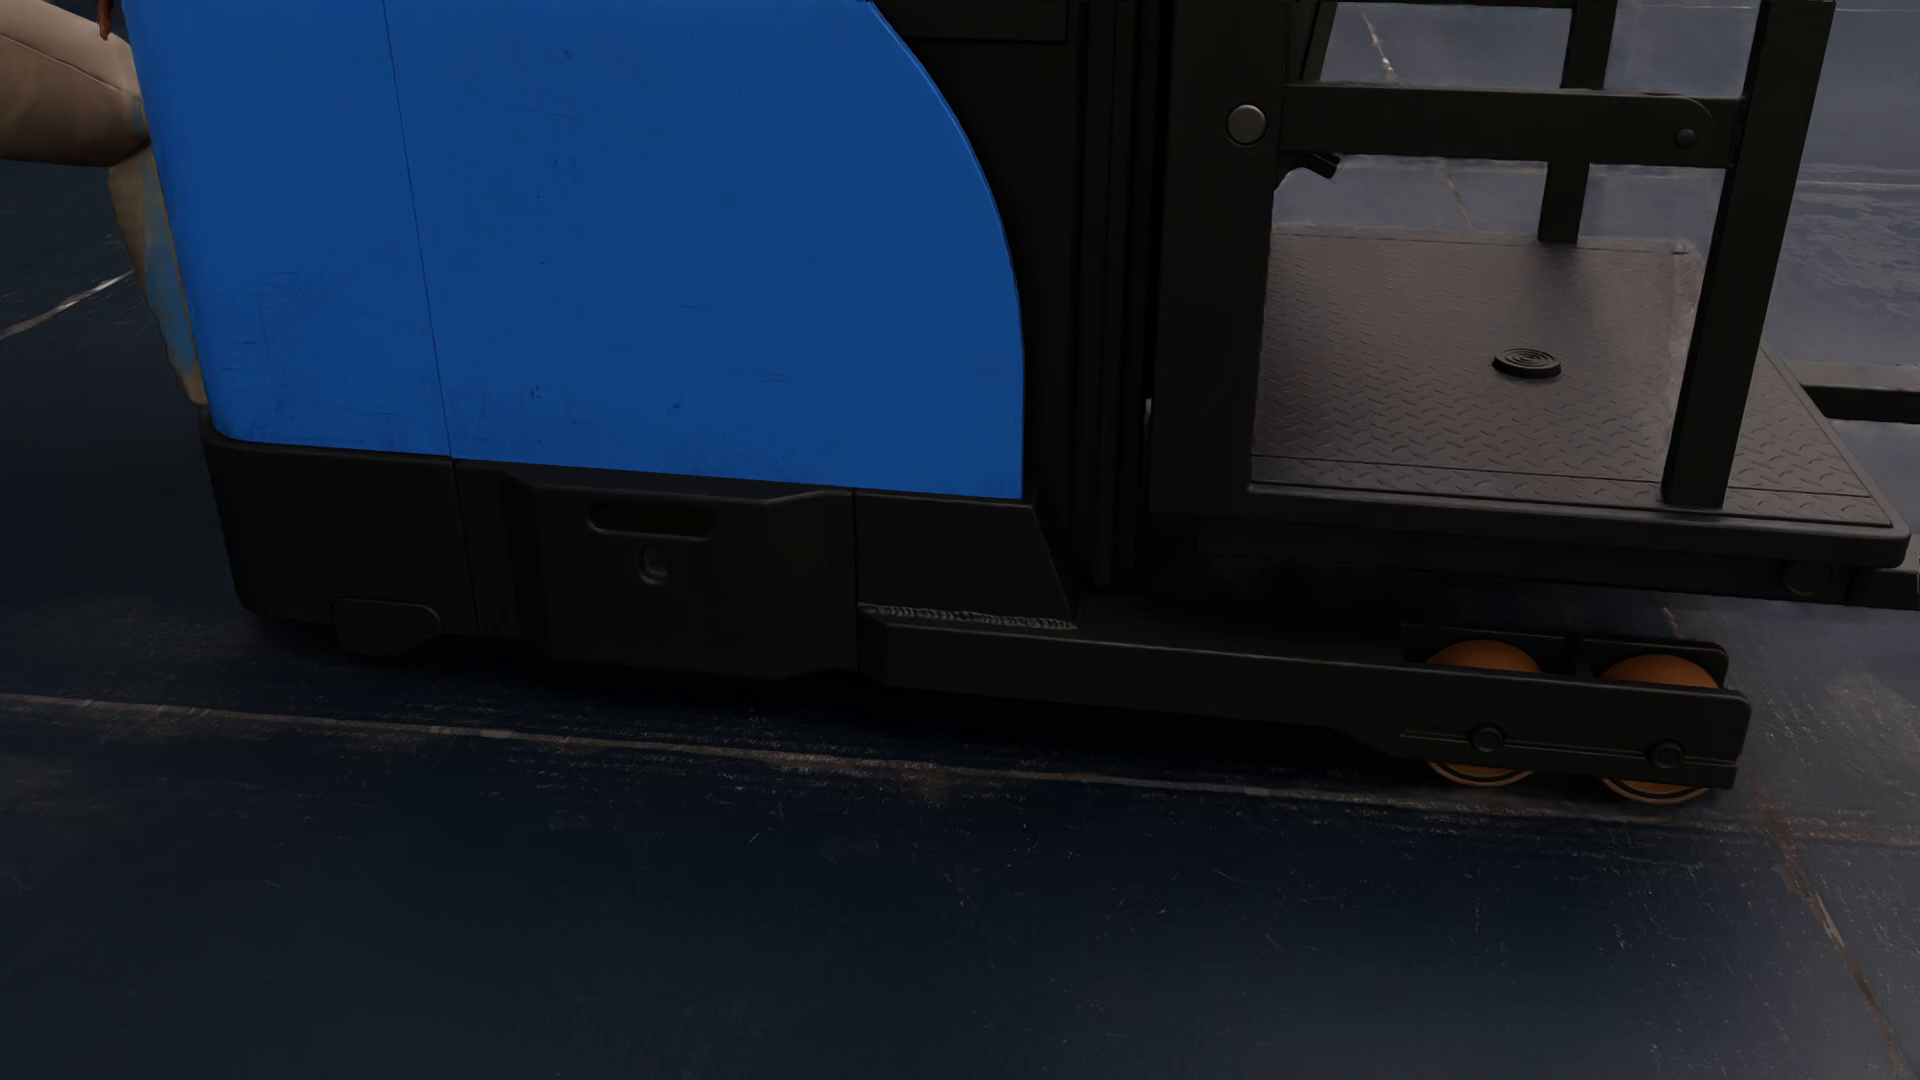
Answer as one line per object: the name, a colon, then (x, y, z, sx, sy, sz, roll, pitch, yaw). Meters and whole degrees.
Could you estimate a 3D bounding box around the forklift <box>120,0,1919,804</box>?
forklift: (0.604, -1.268, 1.758, 3.031, 2.935, 1.130, 4, 27, 9)

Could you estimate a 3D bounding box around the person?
person: (-1.654, -0.791, 2.378, 1.004, 1.595, 0.872, 5, 27, 9)
